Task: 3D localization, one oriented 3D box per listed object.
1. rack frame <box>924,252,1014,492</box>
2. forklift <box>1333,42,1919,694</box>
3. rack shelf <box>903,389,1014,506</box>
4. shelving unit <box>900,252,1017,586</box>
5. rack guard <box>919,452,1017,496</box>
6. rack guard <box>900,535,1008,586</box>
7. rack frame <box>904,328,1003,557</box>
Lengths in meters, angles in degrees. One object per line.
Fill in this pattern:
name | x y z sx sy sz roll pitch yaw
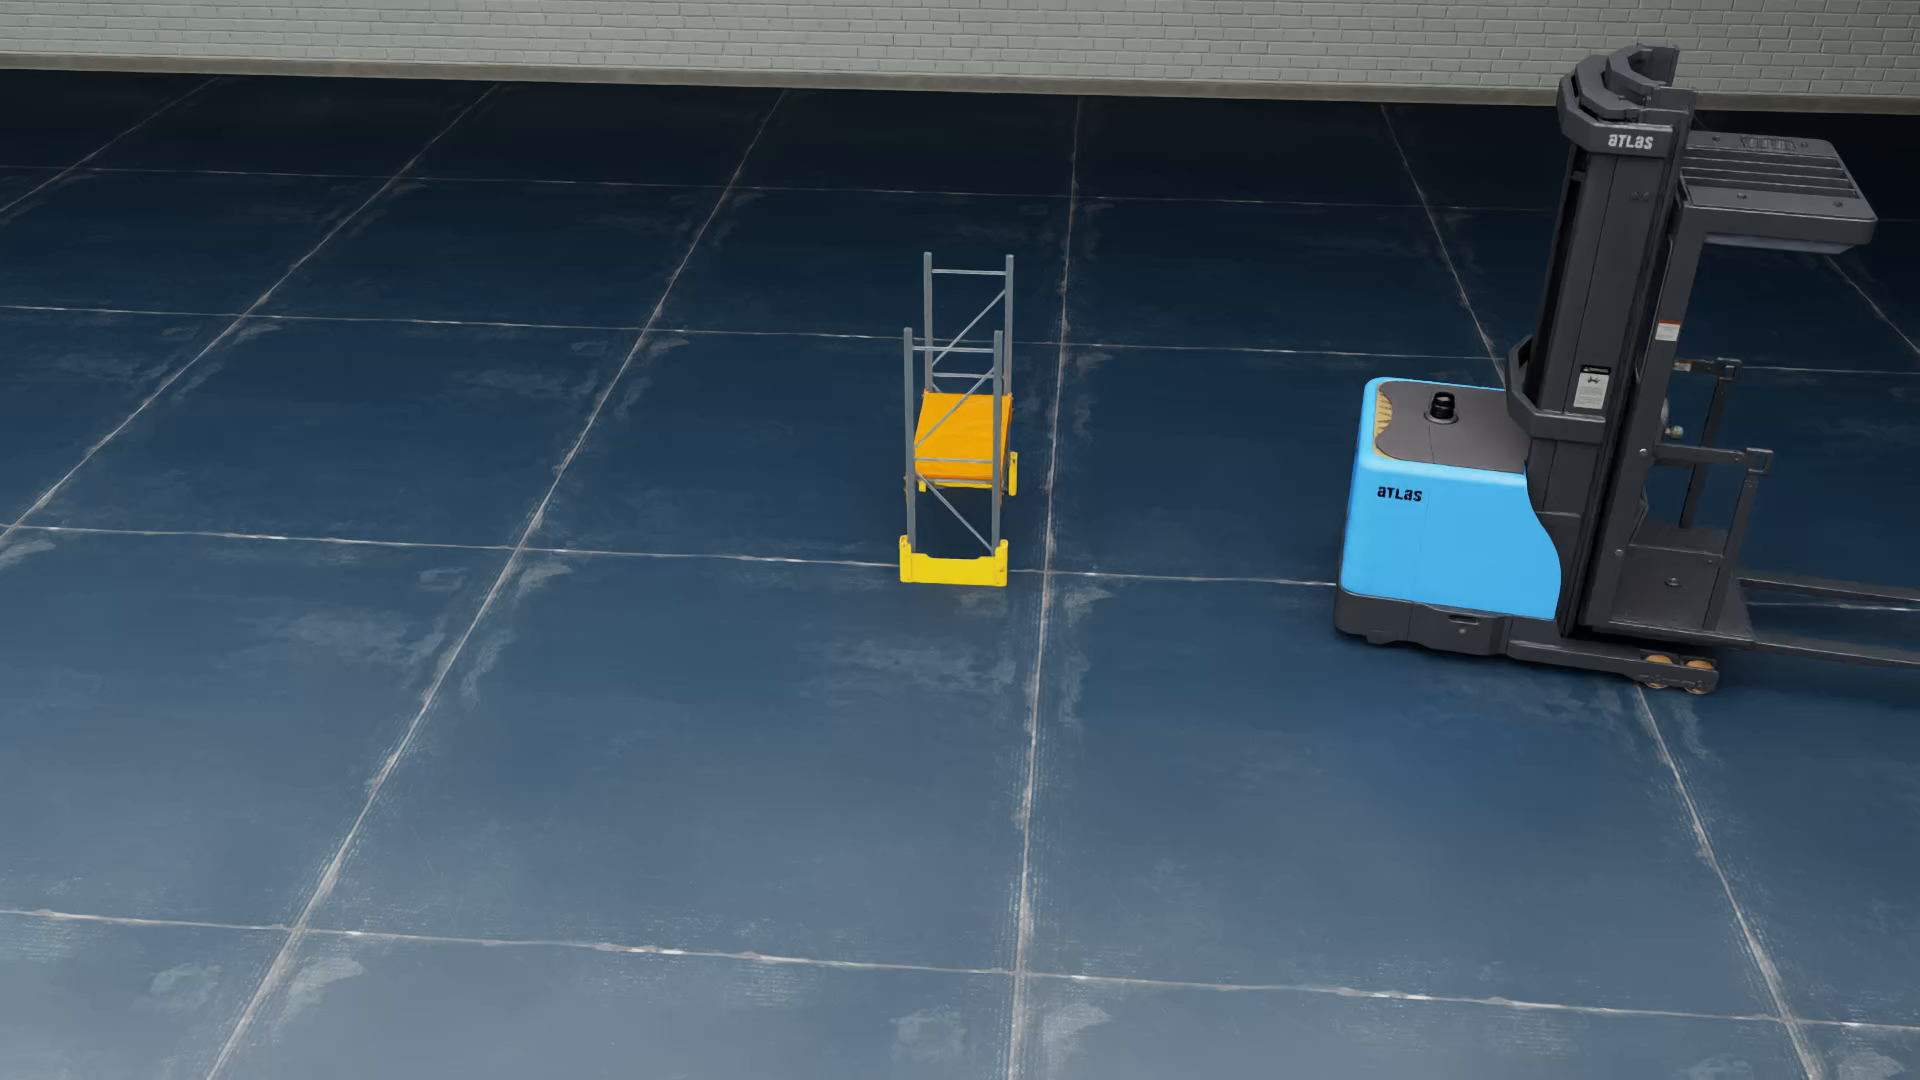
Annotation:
rack frame | 0.048 -0.949 9.641 0.500 1.500 0.032 2 32 4
forklift | 3.524 -0.789 8.017 3.031 2.935 1.130 7 32 12
rack shelf | 0.007 -0.530 9.304 0.538 0.185 1.000 2 32 4
shelving unit | 0.006 -0.678 9.201 0.587 1.500 1.083 2 32 4
rack guard | 0.047 -0.407 9.952 0.587 0.250 0.087 2 32 4
rack guard | -0.034 0.114 9.107 0.587 0.250 0.087 2 32 4
rack frame | -0.034 -0.417 8.778 0.500 1.500 0.032 2 32 4
